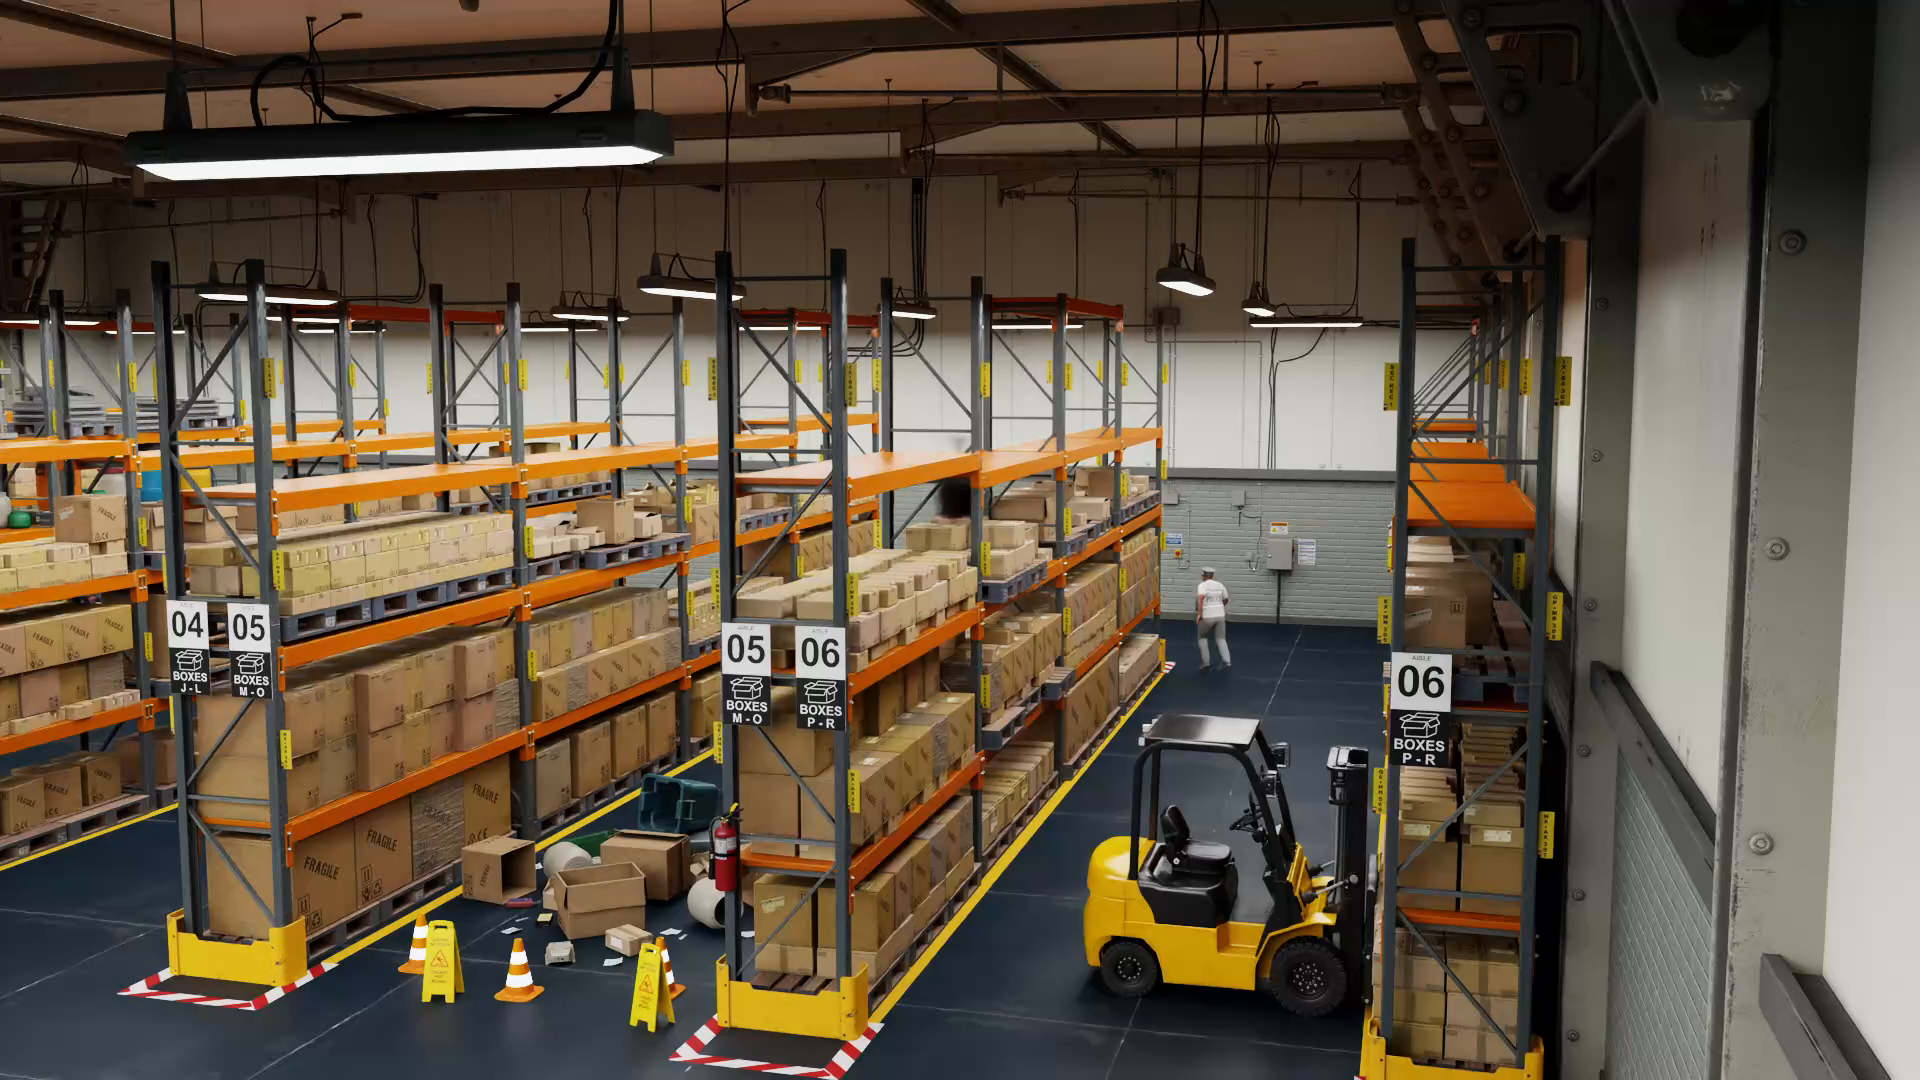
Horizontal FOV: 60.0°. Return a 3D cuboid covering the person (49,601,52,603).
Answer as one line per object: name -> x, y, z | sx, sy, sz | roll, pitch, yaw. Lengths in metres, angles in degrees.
person -> -15.584, 1.335, 28.224 | 0.651, 1.728, 0.692 | 1, 6, 10

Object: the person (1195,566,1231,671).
person -> 4.261, 1.362, 27.984 | 0.678, 1.776, 0.842 | -2, 6, -18
